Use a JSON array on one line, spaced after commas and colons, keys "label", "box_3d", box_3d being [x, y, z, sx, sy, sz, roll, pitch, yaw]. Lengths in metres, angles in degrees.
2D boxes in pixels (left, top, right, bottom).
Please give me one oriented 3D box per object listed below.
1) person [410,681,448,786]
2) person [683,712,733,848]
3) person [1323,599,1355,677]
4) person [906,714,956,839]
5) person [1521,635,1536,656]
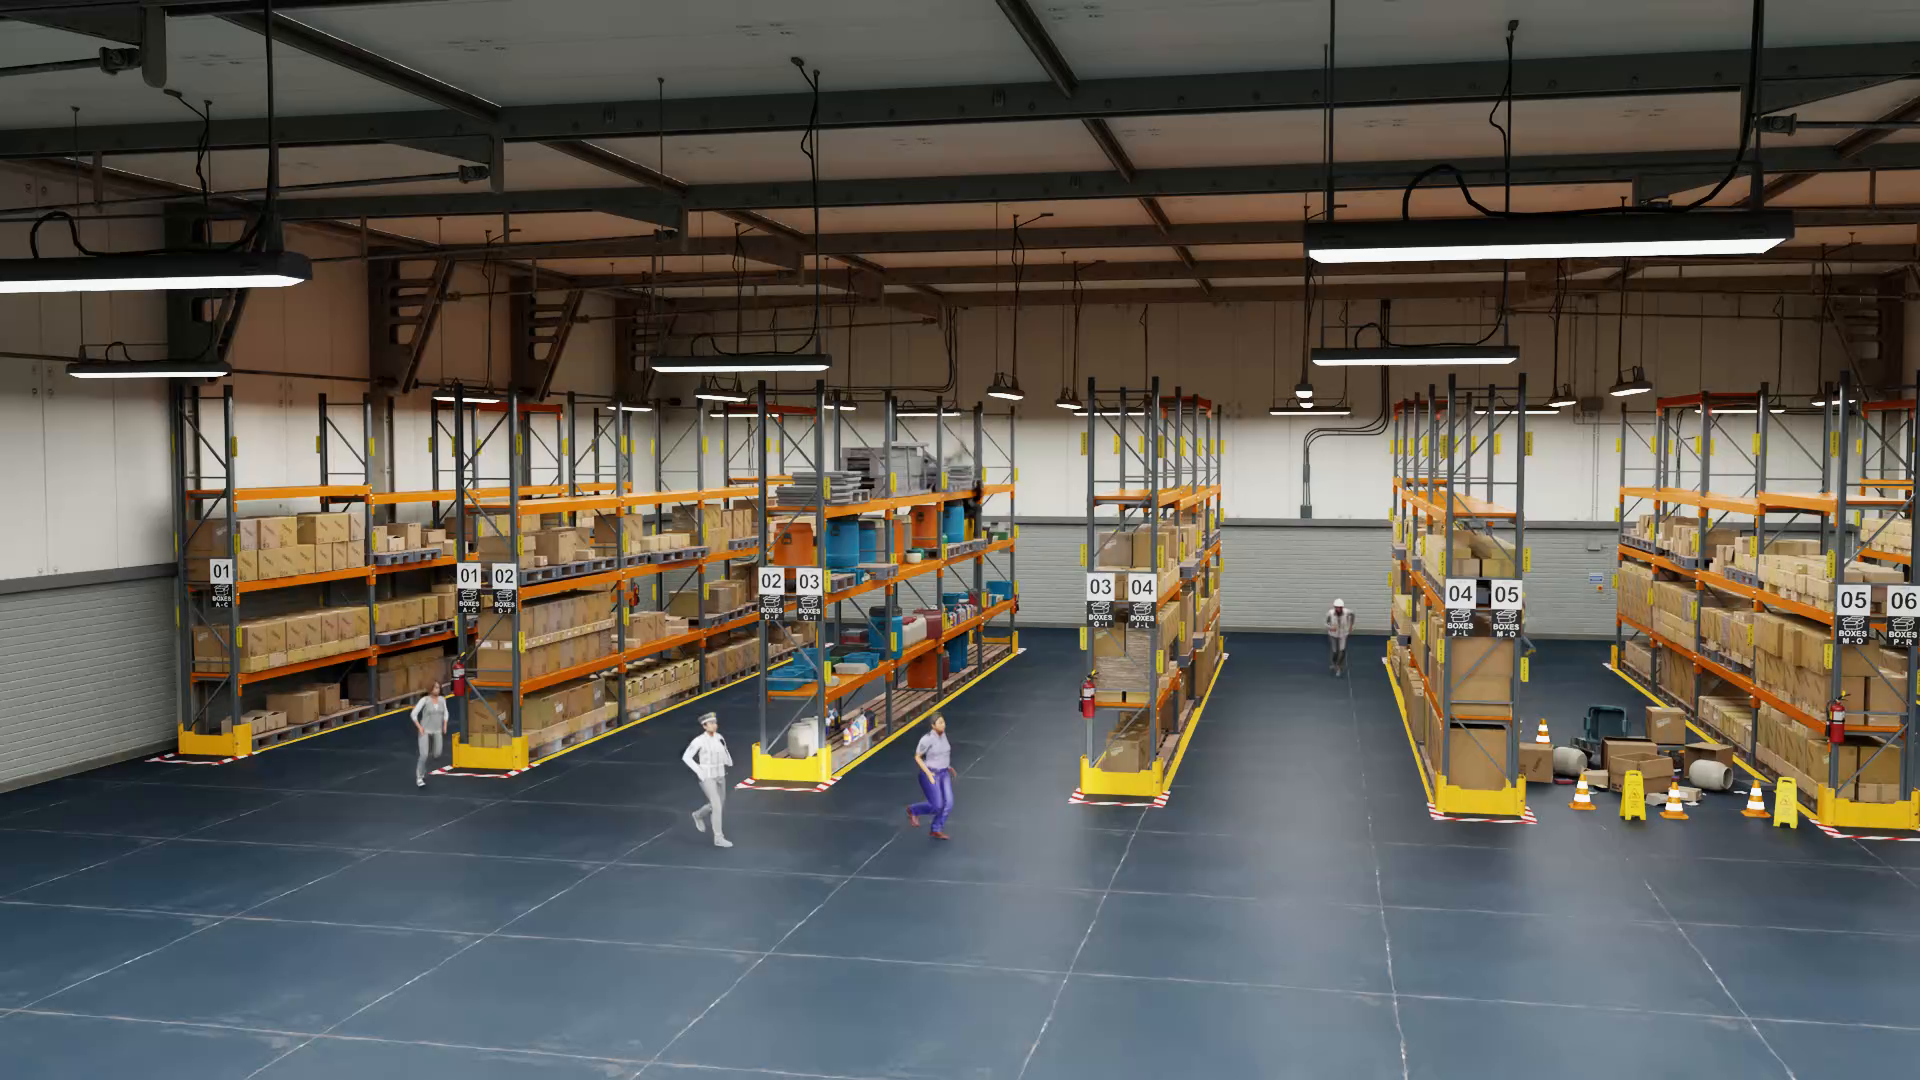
[{"label": "person", "box_3d": [-7.845, 2.855, 24.666, 0.592, 1.537, 0.488, -2, 4, -37]}, {"label": "person", "box_3d": [-3.147, 2.990, 20.945, 0.818, 1.665, 0.626, 3, 4, 41]}, {"label": "person", "box_3d": [8.334, 2.129, 36.651, 0.699, 1.733, 1.037, 0, 3, 7]}, {"label": "person", "box_3d": [-0.362, 3.023, 21.320, 0.563, 1.582, 0.593, 3, 4, 39]}, {"label": "person", "box_3d": [13.075, 1.996, 39.214, 1.043, 1.715, 0.745, 0, 3, 6]}]
